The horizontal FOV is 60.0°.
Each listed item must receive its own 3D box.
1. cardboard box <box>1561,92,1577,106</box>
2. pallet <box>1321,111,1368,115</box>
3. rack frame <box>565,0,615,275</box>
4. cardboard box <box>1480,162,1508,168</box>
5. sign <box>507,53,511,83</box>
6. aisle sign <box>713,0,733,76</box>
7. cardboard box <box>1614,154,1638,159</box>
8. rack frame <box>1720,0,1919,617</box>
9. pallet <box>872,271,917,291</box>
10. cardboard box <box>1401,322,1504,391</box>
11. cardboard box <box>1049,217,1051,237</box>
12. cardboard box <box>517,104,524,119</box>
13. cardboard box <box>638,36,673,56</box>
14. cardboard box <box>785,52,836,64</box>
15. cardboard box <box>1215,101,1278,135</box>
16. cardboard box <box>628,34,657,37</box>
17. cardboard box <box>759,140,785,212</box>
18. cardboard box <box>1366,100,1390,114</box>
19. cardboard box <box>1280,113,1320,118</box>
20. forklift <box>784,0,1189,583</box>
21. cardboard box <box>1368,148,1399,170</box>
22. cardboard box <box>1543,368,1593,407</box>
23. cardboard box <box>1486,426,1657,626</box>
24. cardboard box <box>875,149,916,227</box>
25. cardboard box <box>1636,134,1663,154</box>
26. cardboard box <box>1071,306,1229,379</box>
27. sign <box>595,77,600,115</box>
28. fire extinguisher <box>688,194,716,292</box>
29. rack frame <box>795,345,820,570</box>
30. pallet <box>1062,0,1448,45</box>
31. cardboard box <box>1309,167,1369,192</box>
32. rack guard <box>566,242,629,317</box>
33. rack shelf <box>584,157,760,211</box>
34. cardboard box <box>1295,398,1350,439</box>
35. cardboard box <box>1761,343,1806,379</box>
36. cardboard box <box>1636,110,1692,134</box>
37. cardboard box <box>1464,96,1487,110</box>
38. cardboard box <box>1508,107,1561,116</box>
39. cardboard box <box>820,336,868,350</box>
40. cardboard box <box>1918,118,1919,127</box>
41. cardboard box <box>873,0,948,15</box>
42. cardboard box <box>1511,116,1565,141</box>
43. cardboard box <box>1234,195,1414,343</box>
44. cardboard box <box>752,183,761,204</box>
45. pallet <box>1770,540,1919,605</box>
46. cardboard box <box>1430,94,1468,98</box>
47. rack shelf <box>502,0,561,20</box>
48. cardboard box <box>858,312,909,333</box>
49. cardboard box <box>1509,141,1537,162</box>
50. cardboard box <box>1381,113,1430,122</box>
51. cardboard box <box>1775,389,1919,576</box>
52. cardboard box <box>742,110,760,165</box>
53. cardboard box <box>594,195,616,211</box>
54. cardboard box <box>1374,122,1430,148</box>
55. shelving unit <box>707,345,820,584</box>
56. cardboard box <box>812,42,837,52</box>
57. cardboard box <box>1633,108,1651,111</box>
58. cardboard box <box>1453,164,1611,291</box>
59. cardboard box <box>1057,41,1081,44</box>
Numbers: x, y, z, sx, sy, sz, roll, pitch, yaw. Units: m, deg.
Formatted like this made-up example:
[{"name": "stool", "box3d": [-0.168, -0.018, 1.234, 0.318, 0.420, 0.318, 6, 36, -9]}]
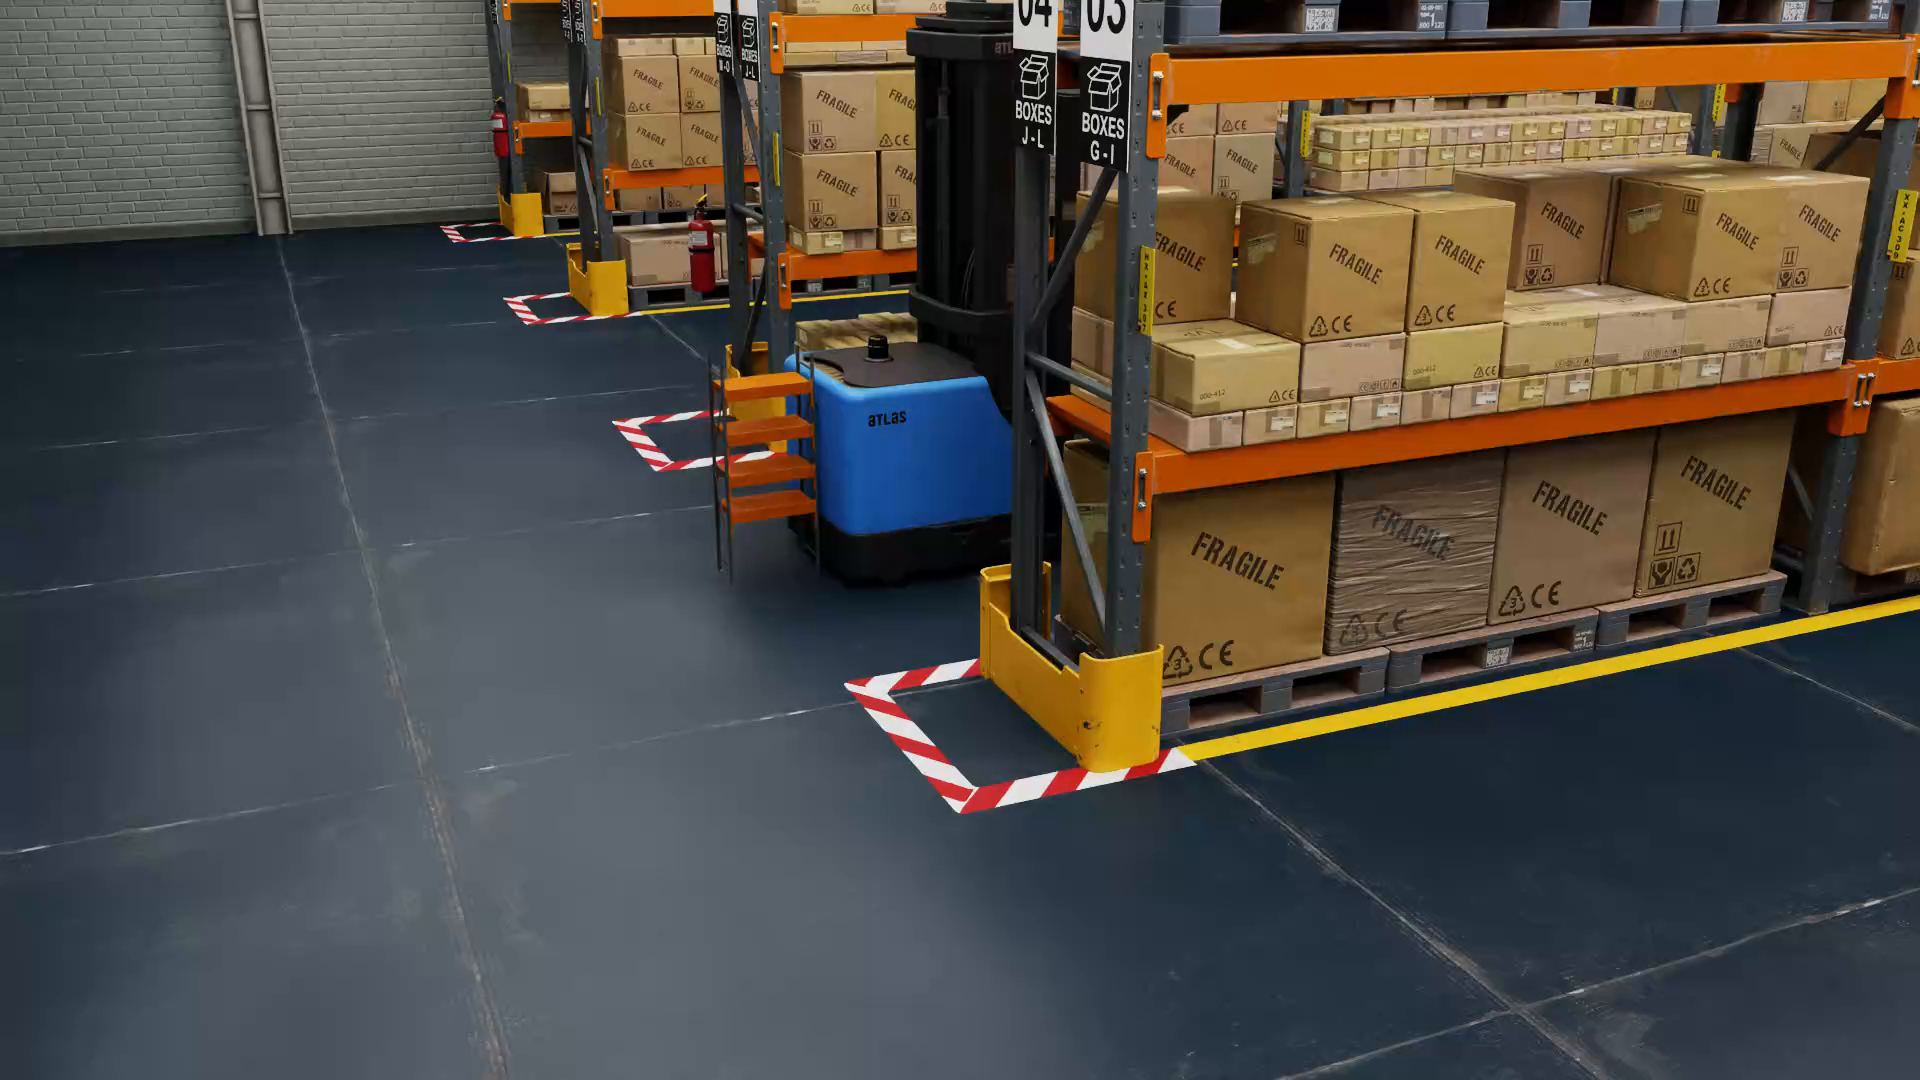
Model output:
[{"name": "cardboard box", "box3d": [6.965, -5.156, 19.395, 0.250, 0.149, 0.380, -9, 21, -24]}, {"name": "pallet", "box3d": [4.517, -4.767, 18.833, 1.003, 0.211, 1.213, -8, 21, -22]}, {"name": "rack frame", "box3d": [-3.441, -3.679, 15.454, 0.127, 3.000, 1.000, -8, 21, -22]}, {"name": "cardboard box", "box3d": [4.026, -2.873, 12.912, 0.250, 0.149, 0.380, -9, 21, -23]}, {"name": "sign", "box3d": [-5.196, -5.435, 19.138, 0.005, 0.325, 0.100, -8, 21, -22]}, {"name": "aisle sign", "box3d": [-1.574, -3.491, 11.006, 0.004, 0.787, 0.394, -8, 21, -22]}, {"name": "cardboard box", "box3d": [5.222, -3.044, 13.395, 0.250, 0.149, 0.380, -8, 21, -21]}, {"name": "rack frame", "box3d": [4.157, -1.183, 8.366, 0.127, 3.000, 1.000, -8, 21, -22]}, {"name": "pallet", "box3d": [-0.498, -2.814, 17.195, 1.213, 0.211, 1.003, -8, 21, -22]}, {"name": "cardboard box", "box3d": [1.969, -0.843, 7.177, 0.500, 0.250, 0.500, -9, 21, -24]}, {"name": "cardboard box", "box3d": [0.452, -2.228, 11.711, 0.250, 0.149, 0.380, -7, 21, -20]}, {"name": "cardboard box", "box3d": [-5.213, -5.199, 20.150, 0.250, 0.149, 0.380, -8, 21, -23]}, {"name": "cardboard box", "box3d": [-2.793, -4.522, 15.216, 0.250, 0.149, 0.380, -8, 21, -21]}, {"name": "cardboard box", "box3d": [-1.489, -4.380, 15.789, 0.500, 0.500, 0.500, -8, 21, -22]}, {"name": "cardboard box", "box3d": [1.961, -3.224, 12.057, 0.500, 0.500, 0.500, -9, 21, -24]}, {"name": "cardboard box", "box3d": [-2.967, -4.653, 15.587, 0.250, 0.149, 0.380, -8, 21, -21]}, {"name": "cardboard box", "box3d": [-1.077, -2.508, 11.529, 0.500, 0.500, 0.500, -8, 21, -21]}, {"name": "cardboard box", "box3d": [4.549, -4.824, 18.452, 0.250, 0.149, 0.380, -10, 22, -25]}, {"name": "cardboard box", "box3d": [3.543, -4.515, 18.054, 0.500, 0.250, 0.500, -9, 21, -24]}, {"name": "forklift", "box3d": [0.568, -1.472, 9.290, 3.031, 2.935, 1.130, -9, 21, -24]}, {"name": "cardboard box", "box3d": [3.066, -2.875, 12.469, 0.250, 0.149, 0.380, -9, 21, -23]}, {"name": "cardboard box", "box3d": [2.593, -0.722, 7.435, 0.250, 0.149, 0.380, -8, 21, -21]}, {"name": "cardboard box", "box3d": [2.693, -0.198, 8.135, 0.875, 0.875, 0.875, -8, 21, -22]}, {"name": "cardboard box", "box3d": [-0.385, -2.423, 11.289, 0.500, 0.500, 0.500, -8, 21, -22]}, {"name": "cardboard box", "box3d": [5.440, -3.216, 13.436, 0.250, 0.149, 0.380, -7, 21, -20]}, {"name": "cardboard box", "box3d": [0.824, -0.871, 7.258, 0.500, 0.250, 0.500, -9, 21, -23]}, {"name": "sign", "box3d": [-3.227, -3.955, 14.814, 0.005, 0.325, 0.100, -8, 21, -22]}, {"name": "fire extinguisher", "box3d": [-1.802, -2.078, 11.585, 0.183, 0.674, 0.296, -8, 21, -22]}, {"name": "rack frame", "box3d": [-0.820, -0.437, 8.957, 0.015, 1.200, 0.240, -9, 21, -24]}, {"name": "pallet", "box3d": [1.161, -2.131, 6.674, 1.213, 0.211, 1.003, -8, 21, -22]}, {"name": "cardboard box", "box3d": [2.829, -2.700, 12.420, 0.250, 0.149, 0.380, -9, 21, -25]}, {"name": "rack guard", "box3d": [-3.463, -2.497, 15.860, 0.348, 0.500, 1.175, -8, 21, -22]}, {"name": "rack shelf", "box3d": [-1.605, -3.603, 16.321, 4.000, 0.370, 1.077, -8, 21, -22]}, {"name": "cardboard box", "box3d": [1.411, -0.552, 6.953, 0.250, 0.149, 0.380, -9, 21, -23]}, {"name": "cardboard box", "box3d": [3.770, -0.891, 7.913, 0.250, 0.149, 0.380, -8, 21, -21]}, {"name": "cardboard box", "box3d": [5.689, -3.391, 13.487, 0.250, 0.149, 0.380, -9, 21, -24]}, {"name": "cardboard box", "box3d": [5.780, -4.995, 18.937, 0.250, 0.149, 0.380, -7, 21, -20]}, {"name": "cardboard box", "box3d": [4.741, -3.492, 13.773, 0.250, 0.149, 0.380, -9, 21, -24]}, {"name": "cardboard box", "box3d": [-0.772, -1.282, 11.411, 0.250, 0.149, 0.380, -9, 21, -24]}, {"name": "cardboard box", "box3d": [8.330, -3.525, 14.867, 0.500, 0.500, 0.500, -8, 21, -21]}, {"name": "cardboard box", "box3d": [-0.389, -3.576, 10.871, 0.500, 0.250, 0.500, -7, 21, -20]}, {"name": "cardboard box", "box3d": [4.501, -3.222, 13.005, 0.250, 0.149, 0.380, -7, 21, -19]}, {"name": "cardboard box", "box3d": [1.491, -1.127, 6.854, 0.500, 0.500, 0.500, -9, 21, -23]}, {"name": "cardboard box", "box3d": [-2.461, -4.417, 21.035, 0.258, 0.266, 0.396, -7, 21, -20]}, {"name": "pallet", "box3d": [4.836, 0.008, 9.182, 1.213, 0.211, 1.003, -8, 21, -22]}, {"name": "cardboard box", "box3d": [5.370, -5.248, 18.680, 0.500, 0.500, 0.500, -8, 21, -21]}, {"name": "rack shelf", "box3d": [-3.574, -6.531, 20.120, 4.000, 0.370, 1.077, -8, 21, -22]}, {"name": "cardboard box", "box3d": [-0.561, -1.552, 12.178, 0.250, 0.149, 0.380, -9, 21, -23]}, {"name": "cardboard box", "box3d": [4.264, -3.047, 12.957, 0.250, 0.149, 0.380, -9, 21, -23]}, {"name": "cardboard box", "box3d": [3.529, -3.316, 13.274, 0.250, 0.149, 0.380, -9, 21, -24]}, {"name": "cardboard box", "box3d": [4.737, -0.469, 8.905, 0.875, 0.875, 1.225, -8, 21, -22]}, {"name": "cardboard box", "box3d": [-1.959, -3.838, 15.756, 0.500, 0.500, 0.500, -8, 21, -22]}, {"name": "cardboard box", "box3d": [-4.406, -4.141, 20.427, 0.250, 0.149, 0.380, -9, 21, -24]}, {"name": "cardboard box", "box3d": [3.319, -3.052, 12.524, 0.250, 0.149, 0.380, -8, 21, -21]}, {"name": "shelving unit", "box3d": [-1.040, -0.402, 8.858, 0.503, 1.200, 0.258, -9, 21, -24]}, {"name": "cardboard box", "box3d": [-1.344, -4.707, 15.740, 0.250, 0.149, 0.380, -8, 21, -22]}, {"name": "cardboard box", "box3d": [7.994, -5.083, 19.819, 0.250, 0.149, 0.380, -8, 21, -22]}, {"name": "cardboard box", "box3d": [2.685, -1.489, 7.883, 0.500, 0.500, 0.500, -9, 21, -24]}, {"name": "cardboard box", "box3d": [1.015, -4.930, 17.350, 0.500, 0.500, 0.500, -8, 21, -21]}]
